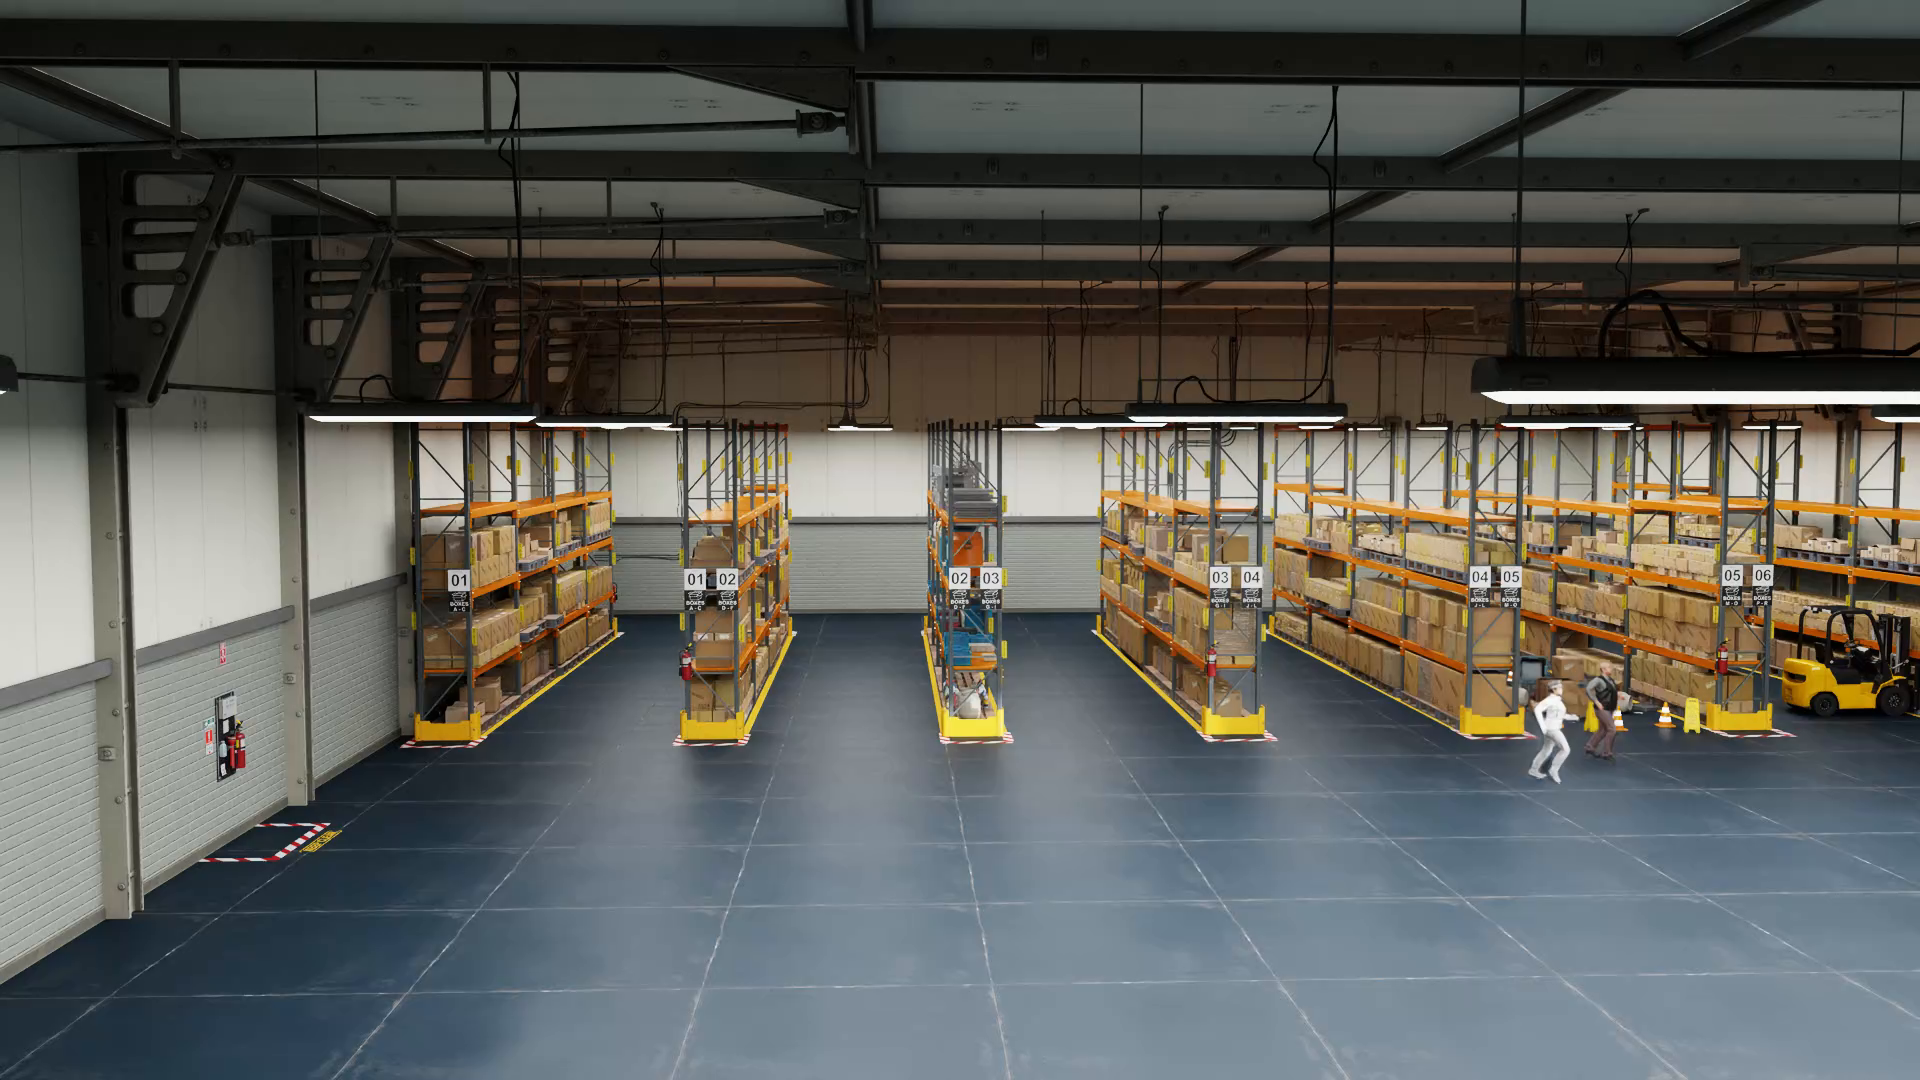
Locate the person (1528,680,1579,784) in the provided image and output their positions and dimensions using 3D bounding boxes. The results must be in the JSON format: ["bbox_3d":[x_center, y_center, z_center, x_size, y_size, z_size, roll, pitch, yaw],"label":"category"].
[{"bbox_3d":[9.738,3.135,27.284,0.783,1.714,0.572,2,4,28],"label":"person"}]

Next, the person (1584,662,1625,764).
[{"bbox_3d":[11.246,3.018,29.025,0.697,1.784,0.650,3,5,42],"label":"person"}]

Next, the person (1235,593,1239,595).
[{"bbox_3d":[7.695,1.834,47.238,0.744,1.791,0.675,1,4,19],"label":"person"}]
